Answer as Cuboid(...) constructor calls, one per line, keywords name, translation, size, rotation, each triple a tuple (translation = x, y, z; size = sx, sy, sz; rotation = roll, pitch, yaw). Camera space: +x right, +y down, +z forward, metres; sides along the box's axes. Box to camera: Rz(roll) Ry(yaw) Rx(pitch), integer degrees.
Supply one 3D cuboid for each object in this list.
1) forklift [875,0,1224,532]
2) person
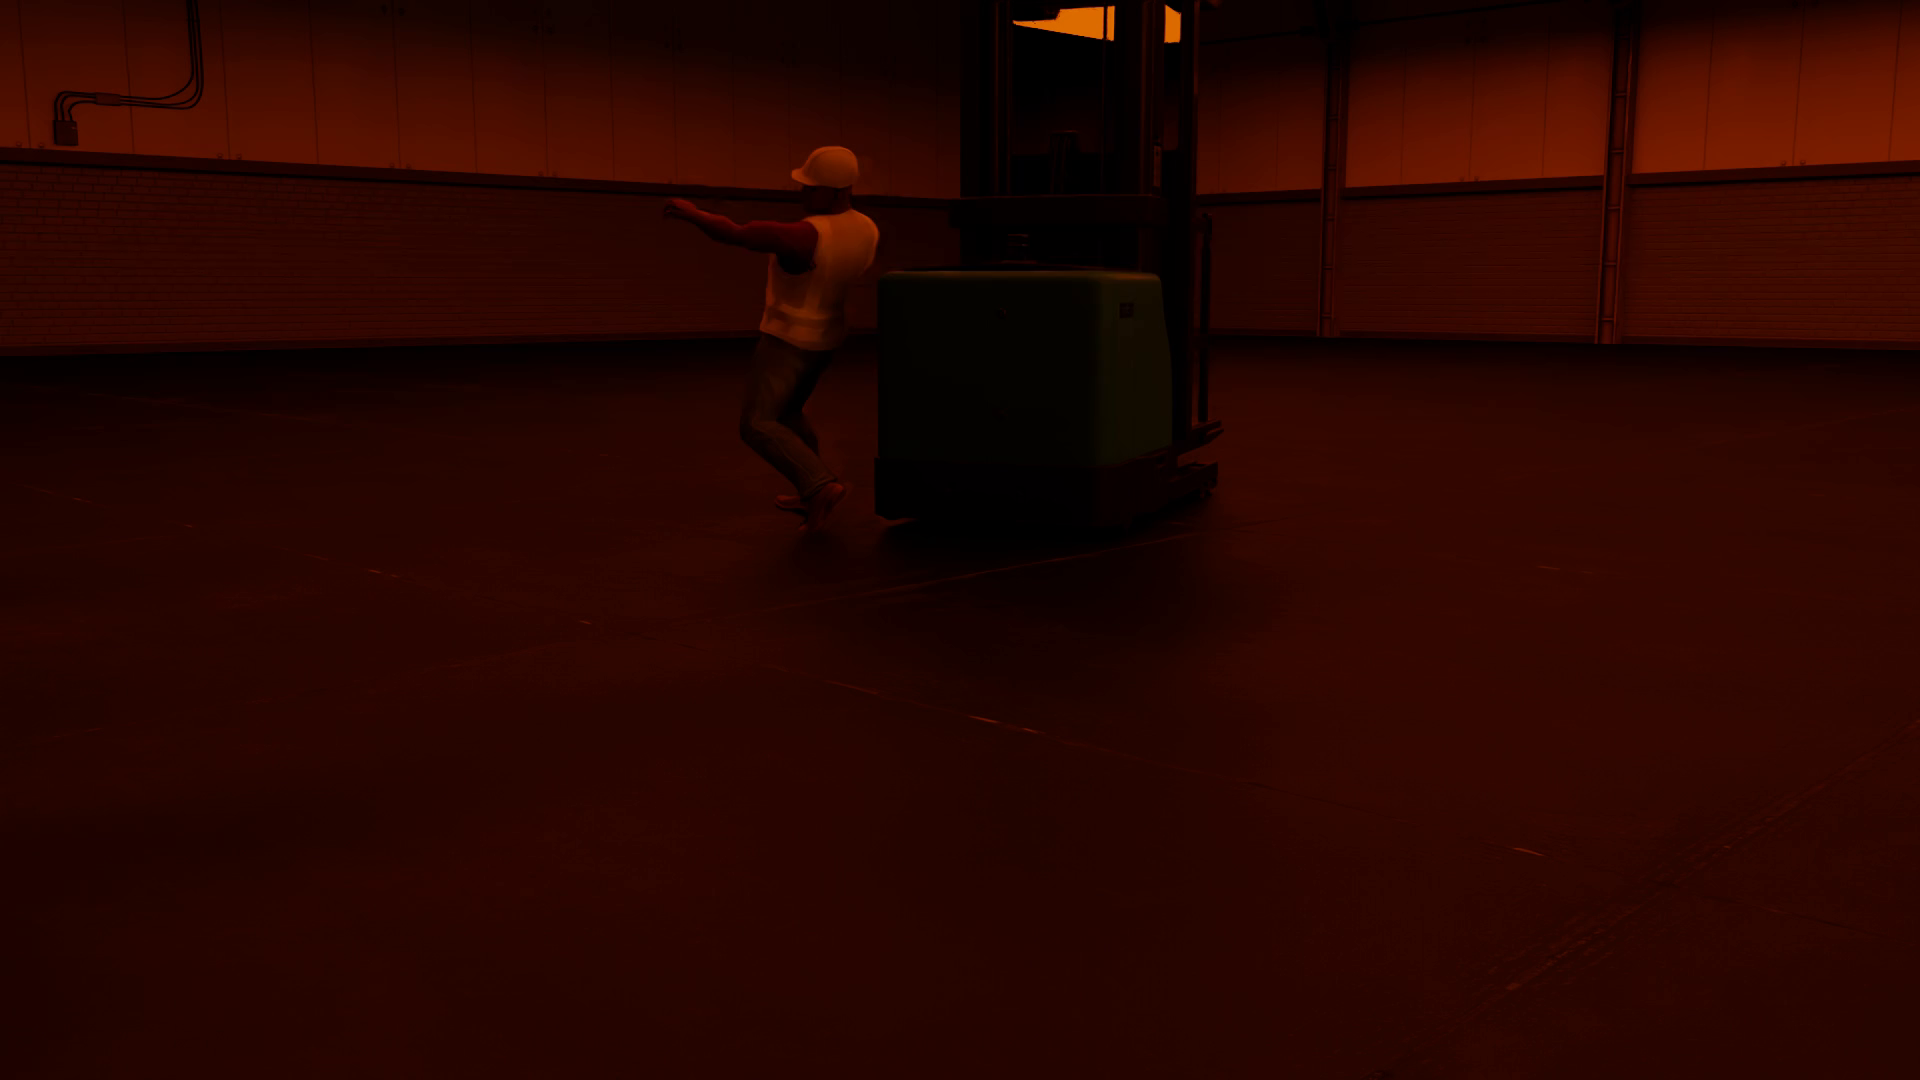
Cuboid(name="forklift", translation=(0.637, -1.663, 7.917), size=(1.130, 2.935, 3.031), rotation=(3, 9, 20))
Cuboid(name="person", translation=(-0.702, -0.880, 7.374), size=(0.855, 1.633, 1.079), rotation=(4, 9, 23))
